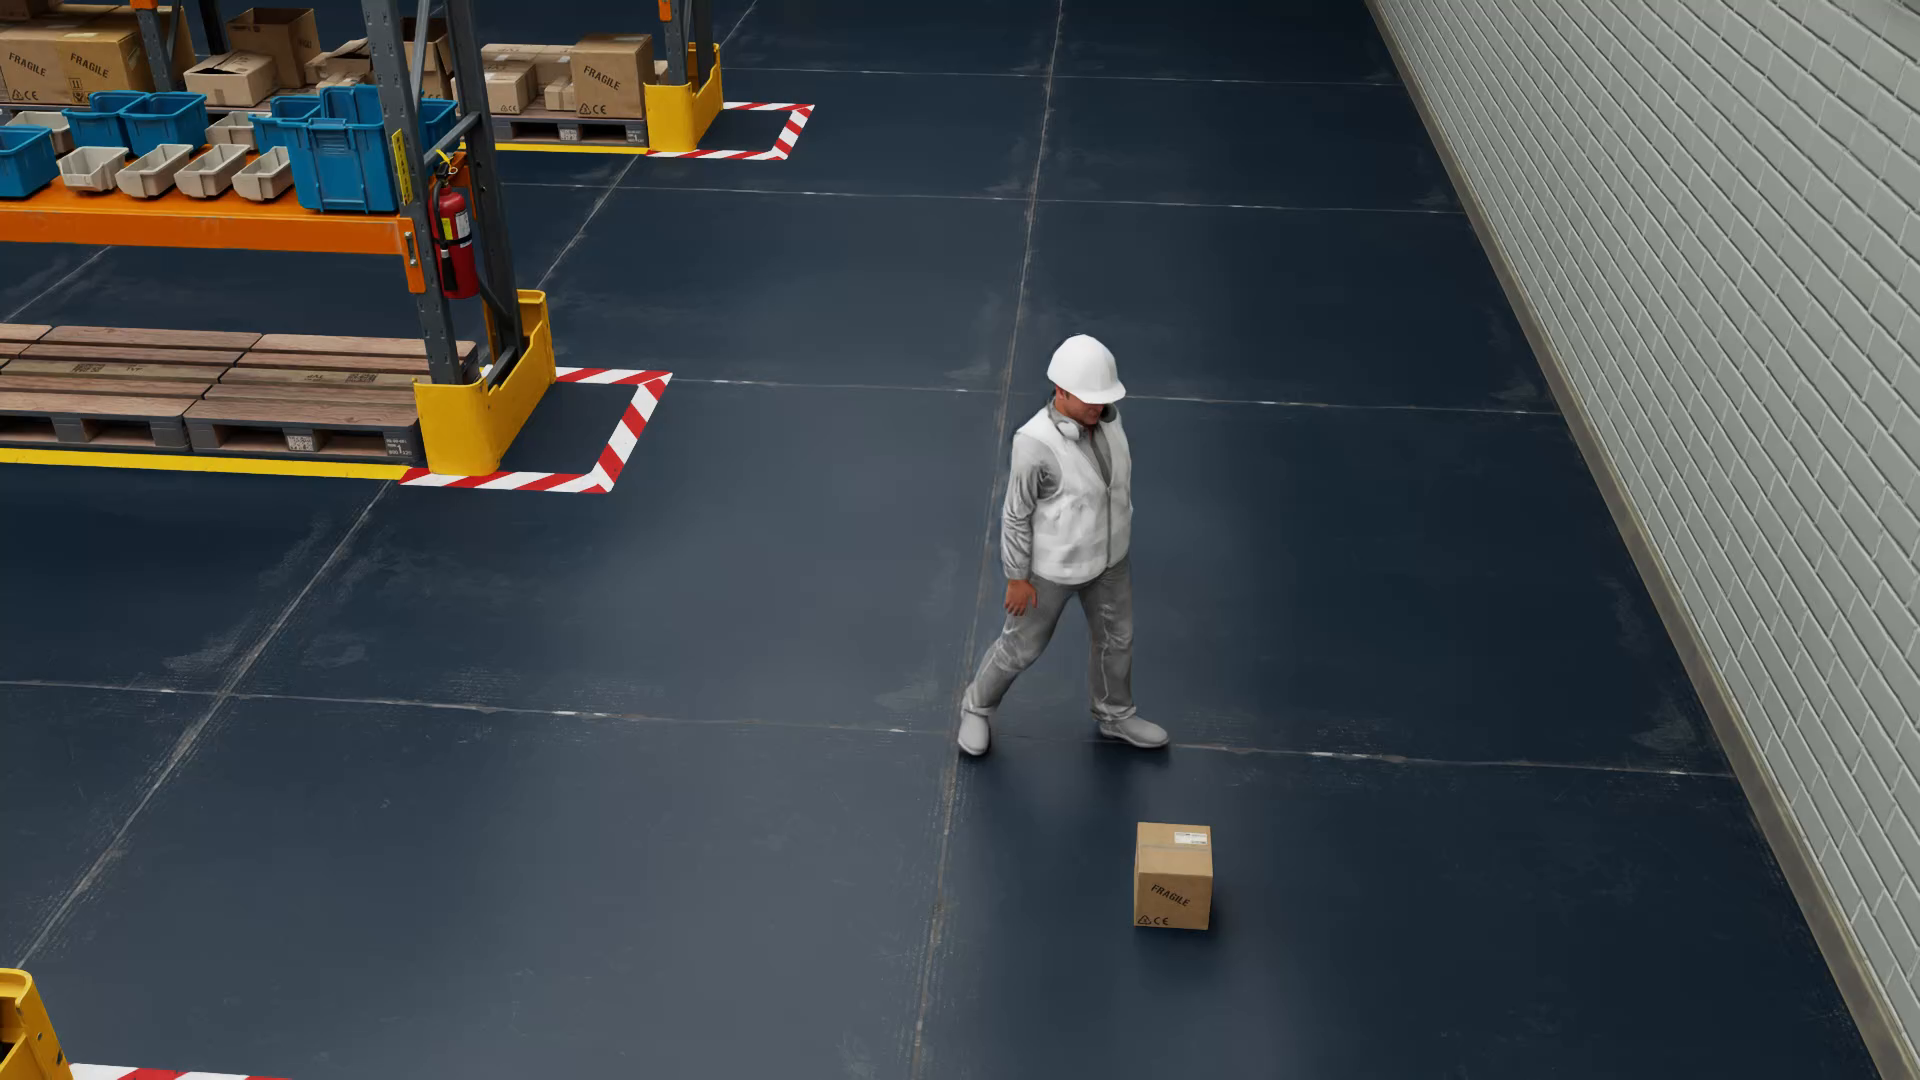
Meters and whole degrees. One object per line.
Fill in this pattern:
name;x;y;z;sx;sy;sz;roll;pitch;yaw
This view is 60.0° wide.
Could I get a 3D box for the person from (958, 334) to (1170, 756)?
person;0.365;0.048;6.041;0.663;1.760;0.681;-25;40;-35
